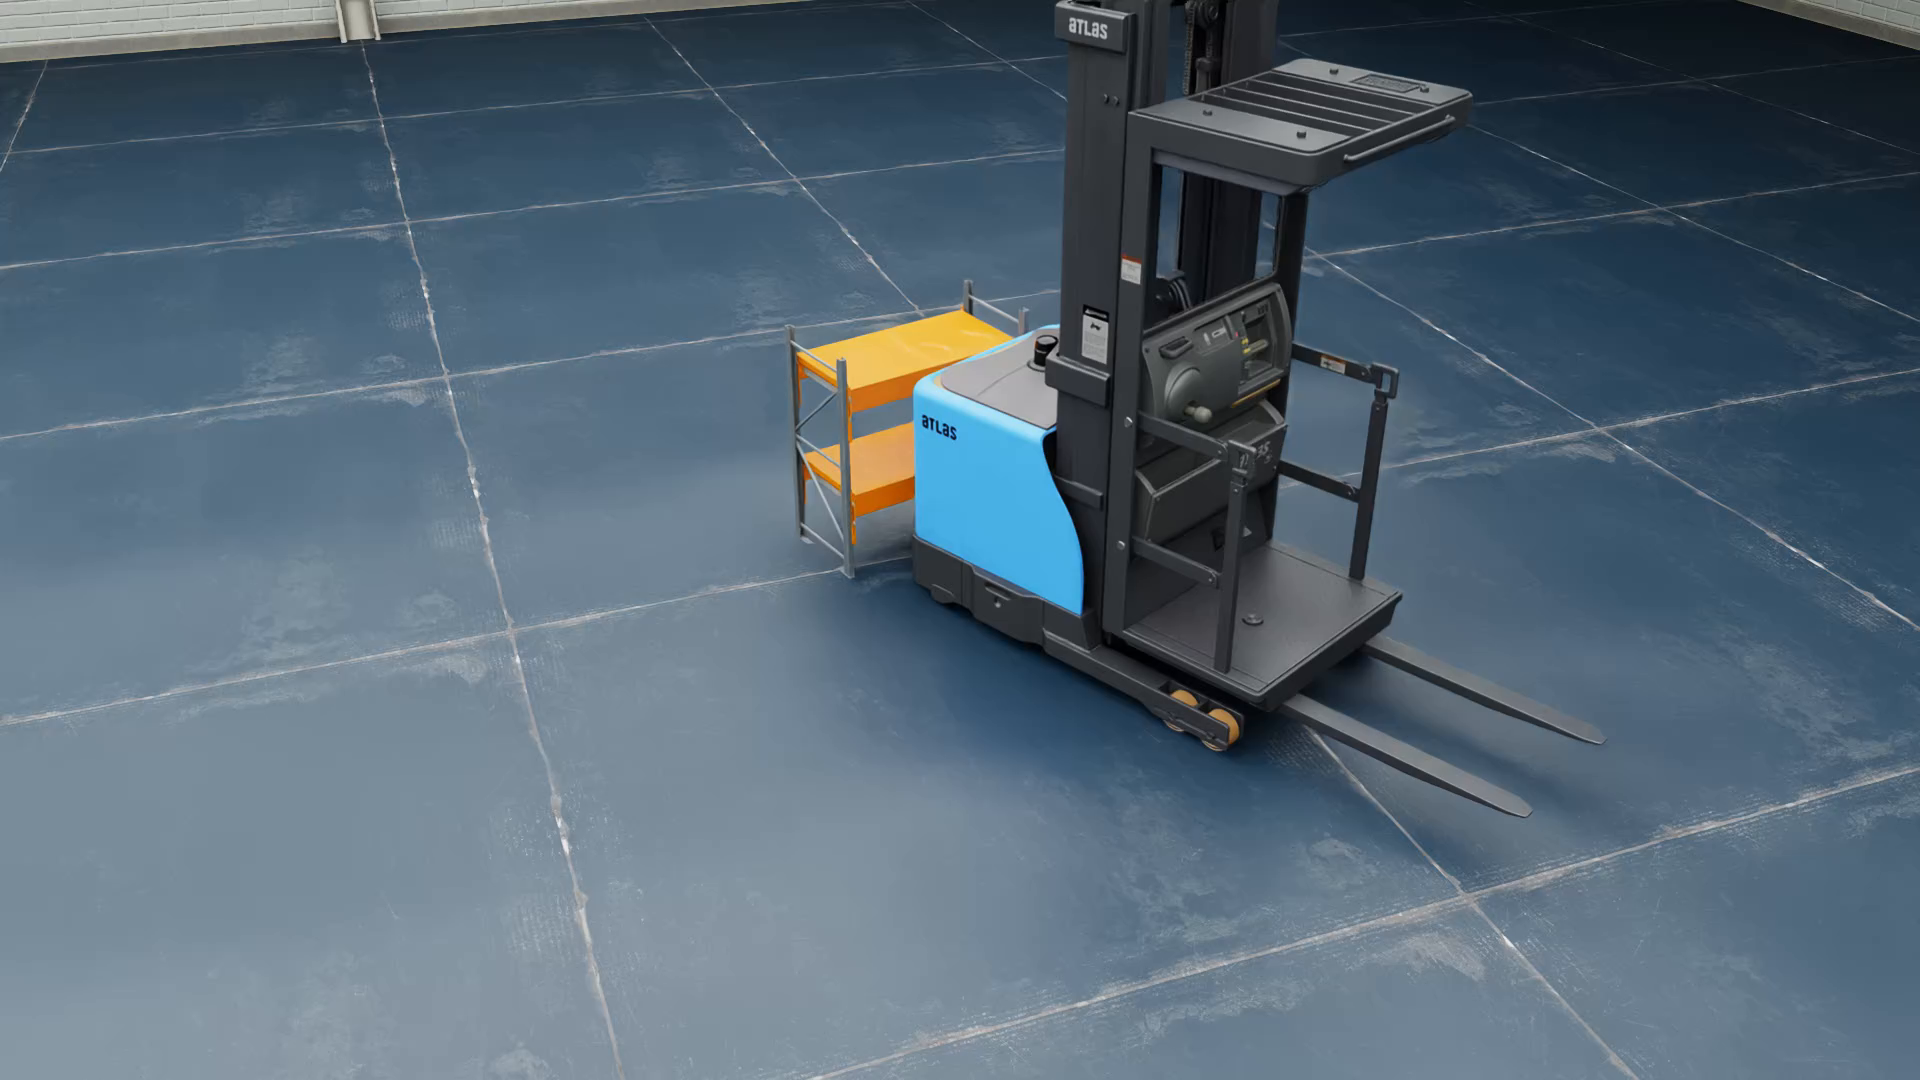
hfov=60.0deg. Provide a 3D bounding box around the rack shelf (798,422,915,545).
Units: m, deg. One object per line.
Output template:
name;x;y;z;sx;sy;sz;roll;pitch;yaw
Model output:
rack shelf;-0.243;-0.342;8.208;1.000;0.278;0.538;-19;35;-30

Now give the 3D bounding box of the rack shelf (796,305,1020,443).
rack shelf;-0.243;-0.809;7.942;1.000;0.278;0.538;-19;35;-30

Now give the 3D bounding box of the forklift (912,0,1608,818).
forklift;1.191;-0.710;6.535;3.031;2.935;1.130;25;38;37

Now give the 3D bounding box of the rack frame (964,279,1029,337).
rack frame;0.173;-0.699;8.340;0.032;1.125;0.500;-19;35;-30

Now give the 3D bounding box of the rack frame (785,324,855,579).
rack frame;-0.659;-0.410;7.833;0.032;1.125;0.500;-19;35;-30

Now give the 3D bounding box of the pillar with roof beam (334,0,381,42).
pillar with roof beam;-4.829;-7.216;11.825;0.400;9.000;9.100;-10;31;-18

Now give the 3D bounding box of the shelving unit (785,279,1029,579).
shelving unit;-0.243;-0.554;8.087;1.048;1.125;0.538;-19;35;-30
